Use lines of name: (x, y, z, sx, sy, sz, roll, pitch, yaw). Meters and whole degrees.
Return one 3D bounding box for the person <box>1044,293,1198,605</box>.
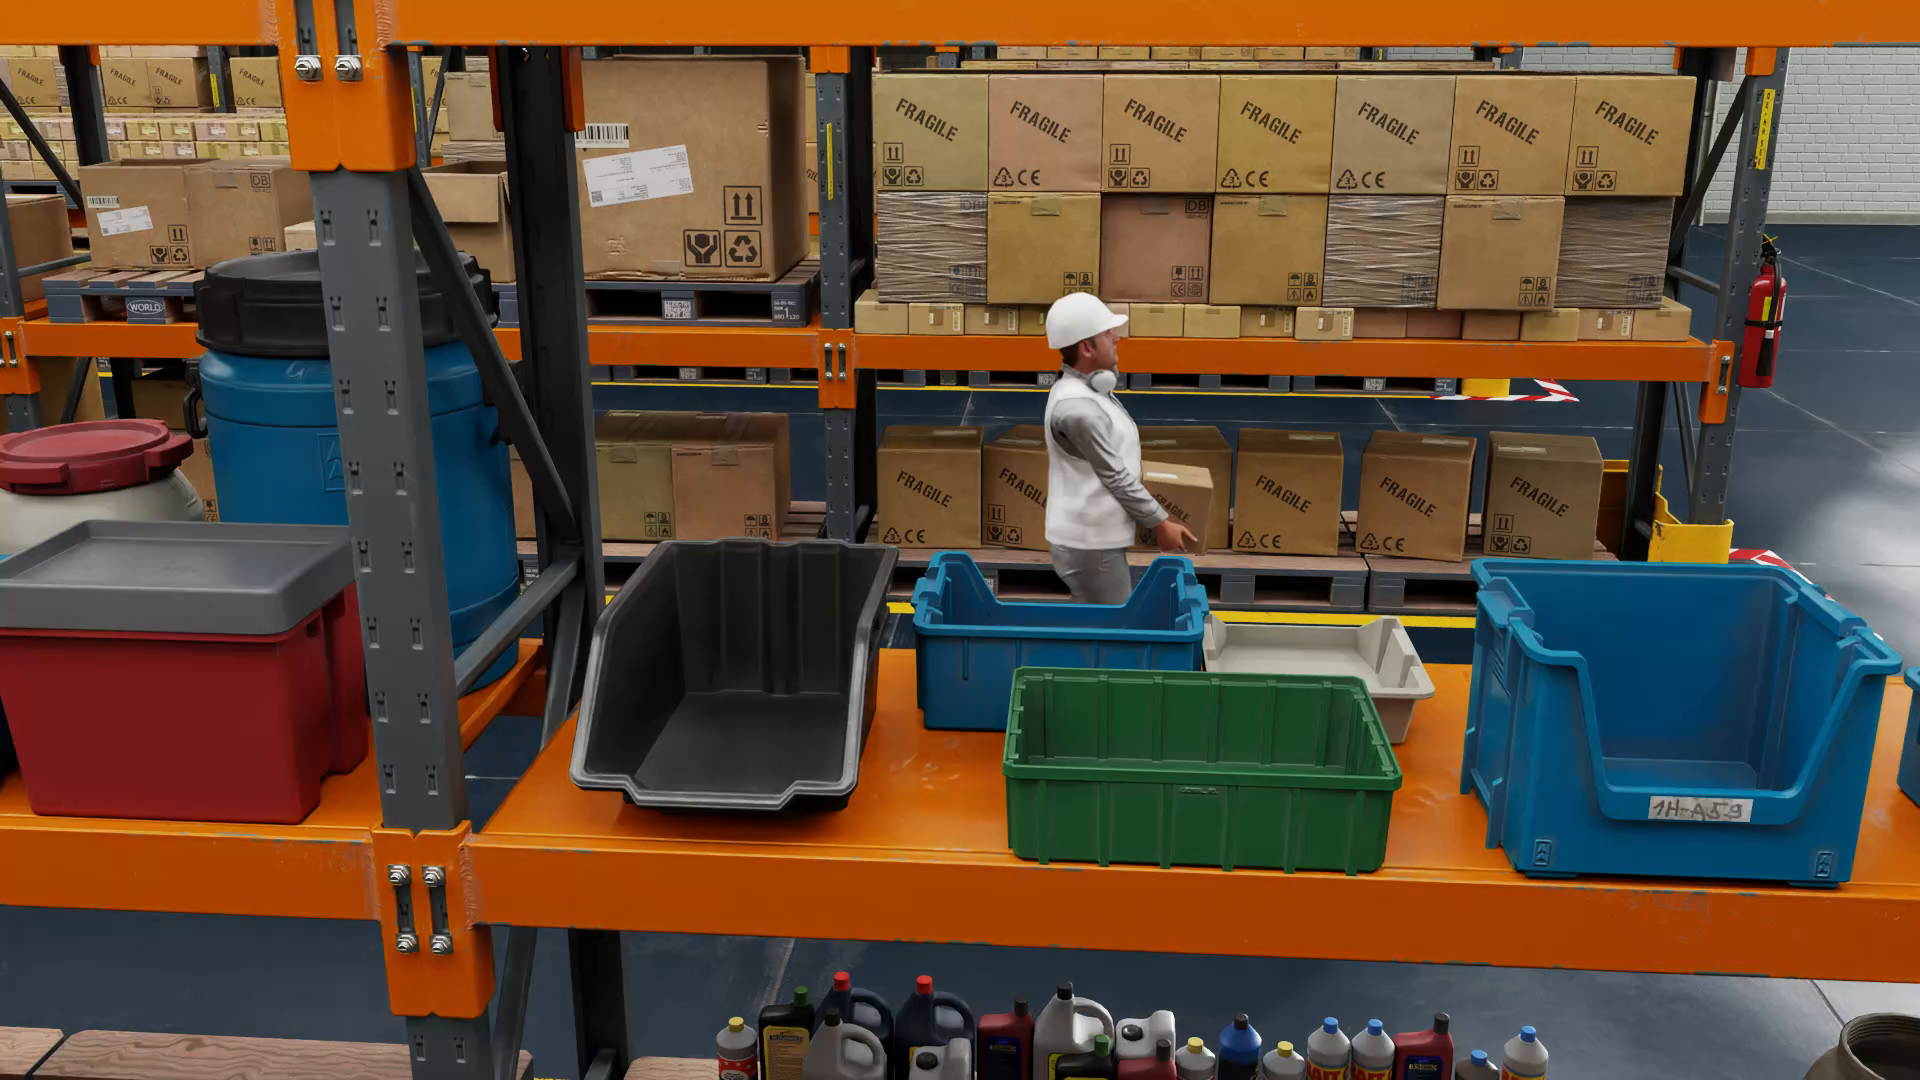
person: (0.576, -0.010, 6.040, 0.551, 1.770, 0.499, 1, 17, 4)
